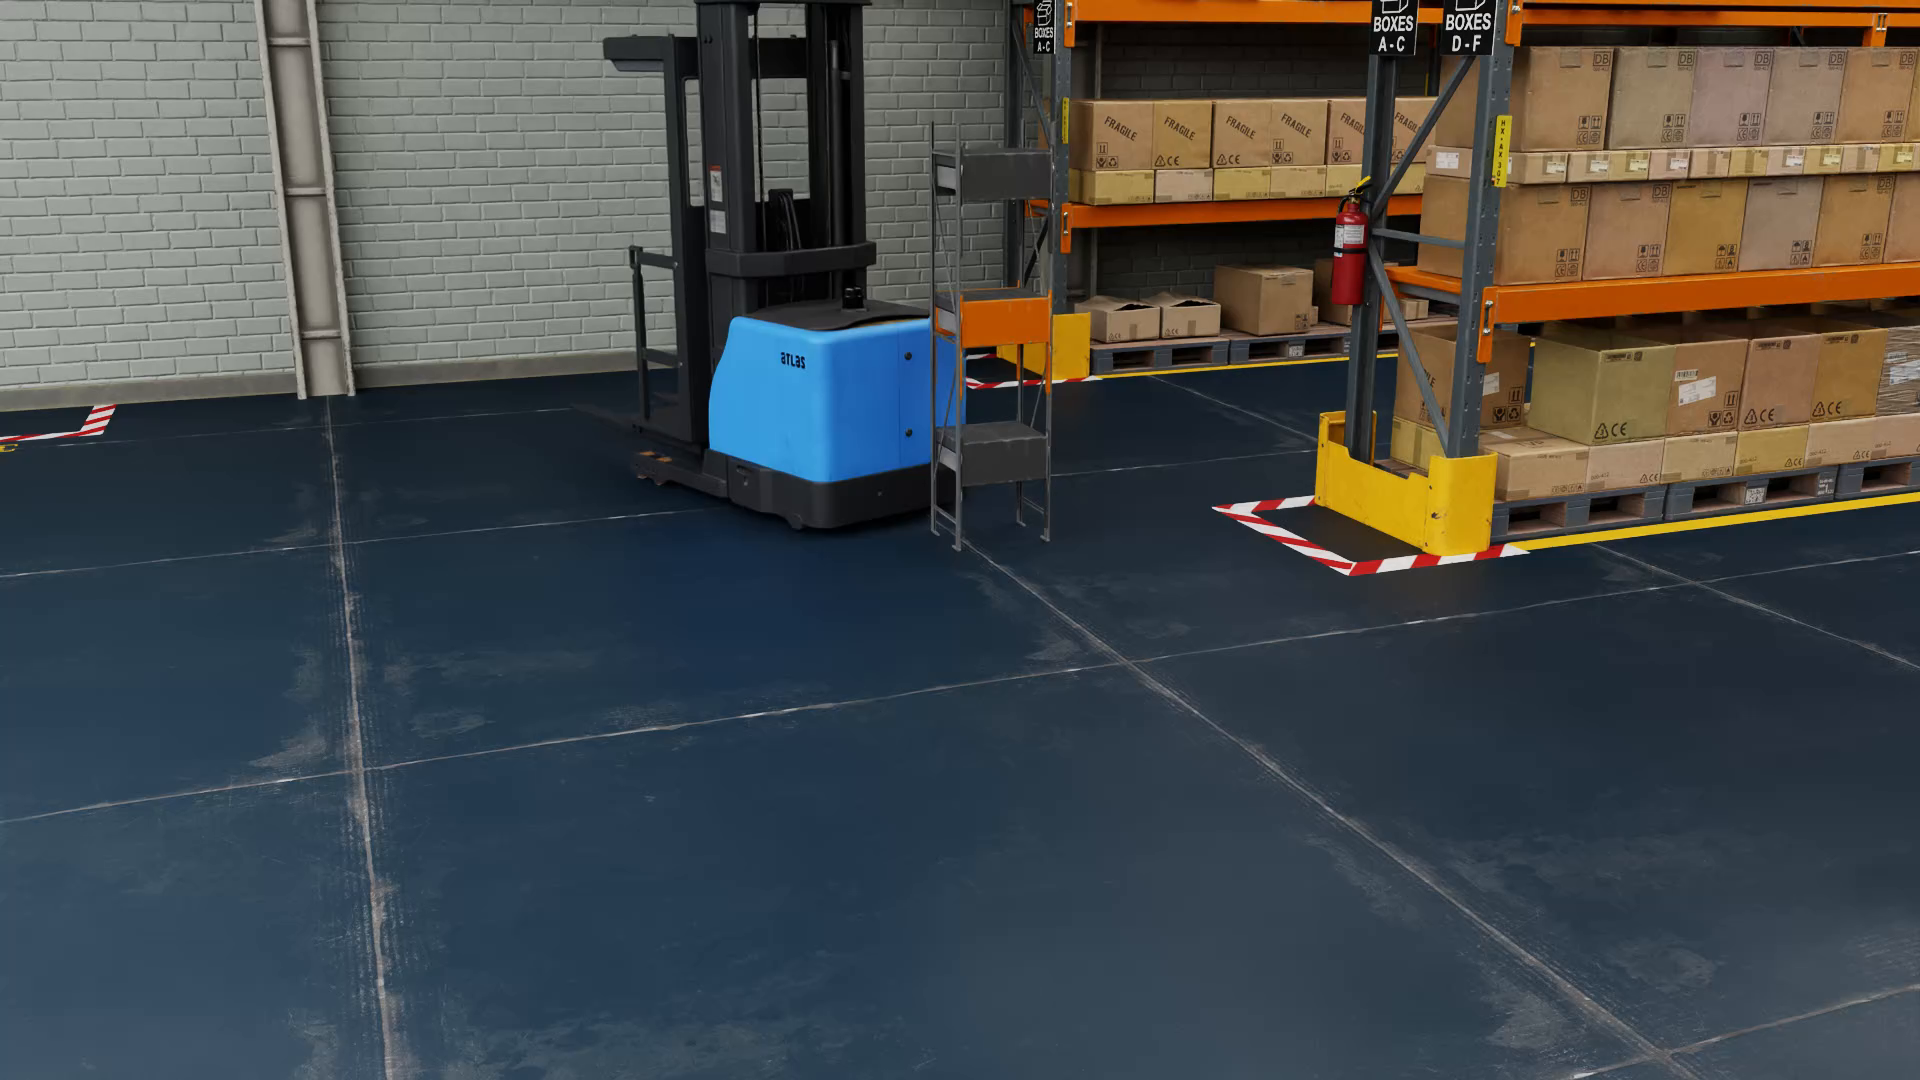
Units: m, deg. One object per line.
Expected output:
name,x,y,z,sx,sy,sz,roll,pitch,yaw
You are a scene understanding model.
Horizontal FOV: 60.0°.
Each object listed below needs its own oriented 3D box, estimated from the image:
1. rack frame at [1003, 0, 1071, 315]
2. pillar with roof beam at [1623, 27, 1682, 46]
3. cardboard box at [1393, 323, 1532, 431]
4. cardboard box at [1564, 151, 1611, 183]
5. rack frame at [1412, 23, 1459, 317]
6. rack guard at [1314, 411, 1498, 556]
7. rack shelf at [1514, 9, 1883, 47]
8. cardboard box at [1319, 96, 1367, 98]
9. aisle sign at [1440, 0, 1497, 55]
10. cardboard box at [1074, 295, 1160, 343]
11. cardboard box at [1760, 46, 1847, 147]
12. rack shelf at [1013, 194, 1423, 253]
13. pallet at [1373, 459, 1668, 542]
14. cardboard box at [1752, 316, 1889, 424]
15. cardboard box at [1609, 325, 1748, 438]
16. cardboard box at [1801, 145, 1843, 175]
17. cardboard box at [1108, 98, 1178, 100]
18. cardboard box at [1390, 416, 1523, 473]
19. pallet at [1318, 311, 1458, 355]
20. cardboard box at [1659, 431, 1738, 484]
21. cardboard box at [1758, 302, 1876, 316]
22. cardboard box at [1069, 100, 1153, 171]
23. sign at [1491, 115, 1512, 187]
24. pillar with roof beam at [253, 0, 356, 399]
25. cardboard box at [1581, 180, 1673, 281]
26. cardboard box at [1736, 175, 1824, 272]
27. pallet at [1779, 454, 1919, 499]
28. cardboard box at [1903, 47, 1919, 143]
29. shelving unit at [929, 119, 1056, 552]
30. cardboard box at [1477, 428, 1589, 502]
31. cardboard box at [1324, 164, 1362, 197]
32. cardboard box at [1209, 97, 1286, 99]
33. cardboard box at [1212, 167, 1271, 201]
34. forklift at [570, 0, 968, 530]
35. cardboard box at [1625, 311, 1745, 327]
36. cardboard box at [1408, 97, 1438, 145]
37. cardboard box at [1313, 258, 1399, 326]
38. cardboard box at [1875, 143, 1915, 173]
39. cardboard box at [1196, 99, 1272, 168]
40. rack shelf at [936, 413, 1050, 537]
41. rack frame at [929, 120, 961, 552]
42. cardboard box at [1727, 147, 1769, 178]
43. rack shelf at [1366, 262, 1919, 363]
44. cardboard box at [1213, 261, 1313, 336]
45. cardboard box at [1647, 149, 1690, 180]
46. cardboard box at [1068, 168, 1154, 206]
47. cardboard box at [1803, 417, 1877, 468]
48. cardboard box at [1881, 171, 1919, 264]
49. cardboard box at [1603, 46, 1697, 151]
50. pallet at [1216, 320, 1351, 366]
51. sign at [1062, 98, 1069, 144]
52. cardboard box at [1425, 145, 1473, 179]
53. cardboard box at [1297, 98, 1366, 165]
rack frame,0.583,-2.828,12.906,0.127,3.000,1.000,-6,17,-20
pillar with roof beam,8.070,-5.477,11.279,0.400,9.000,9.100,-6,17,-20
cardboard box,2.753,-0.900,9.142,0.500,0.500,0.500,-6,17,-20
cardboard box,3.048,-1.895,8.398,0.250,0.149,0.380,-7,18,-22
rack frame,4.318,-3.232,14.279,0.127,3.000,1.000,-6,17,-20
rack guard,2.337,-0.324,8.813,0.348,0.500,1.175,-6,17,-20
rack shelf,6.186,-4.527,14.645,4.000,0.370,1.077,-6,17,-20
cardboard box,3.320,-3.485,14.043,0.500,0.500,0.500,-6,17,-20
aisle sign,2.407,-2.685,7.806,0.004,0.787,0.394,-6,17,-20
cardboard box,1.261,-1.795,13.380,0.500,0.311,0.500,-8,18,-26
cardboard box,4.276,-2.401,8.970,0.500,0.500,0.700,-6,17,-20
rack shelf,2.451,-2.685,13.694,4.000,0.370,1.077,-6,17,-20
pallet,3.058,-0.276,9.162,1.213,0.211,1.003,-6,17,-20
cardboard box,4.803,-0.968,9.373,0.500,0.500,0.500,-6,17,-20
cardboard box,3.868,-0.868,9.033,0.500,0.500,0.500,-6,17,-20
cardboard box,4.484,-2.049,8.923,0.250,0.149,0.380,-6,17,-18
cardboard box,1.421,-3.277,13.335,0.500,0.500,0.500,-6,17,-19
cardboard box,2.754,-0.539,9.246,0.500,0.250,0.500,-6,17,-20
pallet,3.704,-1.817,14.410,1.213,0.211,1.003,-6,17,-20
cardboard box,3.872,-0.505,9.128,0.500,0.250,0.500,-6,17,-20
cardboard box,5.085,-1.154,10.007,0.500,0.500,0.500,-6,17,-20
cardboard box,1.136,-3.095,12.713,0.500,0.500,0.500,-6,17,-20
sign,2.552,-1.832,7.836,0.005,0.325,0.100,-6,17,-20
pillar with roof beam,-3.135,-4.267,7.159,0.400,9.000,9.100,-6,17,-20
cardboard box,3.288,-1.671,8.788,0.500,0.500,0.700,-6,17,-19
cardboard box,4.244,-1.774,9.138,0.500,0.500,0.700,-6,17,-18
pallet,5.337,-0.522,10.000,1.213,0.211,1.003,-6,17,-20
cardboard box,5.211,-2.501,9.313,0.500,0.500,0.700,-6,17,-20
shelving unit,0.155,-1.024,8.359,0.503,2.100,0.431,-6,17,-20
cardboard box,2.939,-0.403,8.782,0.500,0.250,0.500,-6,17,-20
cardboard box,3.052,-2.939,13.513,0.500,0.250,0.500,-6,17,-20
cardboard box,2.372,-3.381,13.689,0.500,0.500,0.500,-6,17,-19
cardboard box,2.110,-2.838,13.168,0.500,0.250,0.500,-6,18,-21
forklift,-1.294,-1.804,9.539,1.130,2.935,3.031,-14,21,-39
cardboard box,4.149,-1.054,9.669,0.500,0.500,0.500,-6,17,-20
cardboard box,3.987,-3.400,13.752,0.500,0.500,0.500,-6,17,-20
cardboard box,3.363,-2.128,14.177,0.500,0.500,0.500,-8,18,-24
cardboard box,4.966,-2.102,9.104,0.250,0.149,0.380,-6,17,-20
cardboard box,2.086,-3.192,13.046,0.500,0.500,0.500,-7,18,-22
rack shelf,0.155,-0.339,8.560,0.480,0.518,0.431,-6,17,-20
rack frame,-0.073,-1.000,8.275,0.015,2.100,0.400,-6,17,-20
cardboard box,4.004,-1.998,8.749,0.250,0.149,0.380,-6,18,-21
rack shelf,4.227,-1.382,9.257,4.000,0.370,1.077,-6,17,-20
cardboard box,2.497,-2.004,13.756,0.500,0.500,0.700,-7,18,-24
cardboard box,3.518,-1.944,8.567,0.250,0.149,0.380,-6,18,-21
cardboard box,1.152,-2.732,12.807,0.500,0.250,0.500,-7,18,-22
cardboard box,4.807,-0.604,9.468,0.500,0.250,0.500,-6,17,-20
cardboard box,5.192,-1.875,9.483,0.500,0.500,0.700,-6,18,-21
cardboard box,3.338,-2.299,8.624,0.500,0.500,0.700,-7,18,-22
pallet,2.563,-1.693,13.987,1.213,0.211,1.003,-6,17,-20
sign,0.777,-3.101,12.298,0.005,0.325,0.100,-6,17,-20
cardboard box,2.648,-1.973,8.665,0.250,0.149,0.380,-6,18,-21
cardboard box,3.049,-3.300,13.413,0.500,0.500,0.500,-7,18,-22
